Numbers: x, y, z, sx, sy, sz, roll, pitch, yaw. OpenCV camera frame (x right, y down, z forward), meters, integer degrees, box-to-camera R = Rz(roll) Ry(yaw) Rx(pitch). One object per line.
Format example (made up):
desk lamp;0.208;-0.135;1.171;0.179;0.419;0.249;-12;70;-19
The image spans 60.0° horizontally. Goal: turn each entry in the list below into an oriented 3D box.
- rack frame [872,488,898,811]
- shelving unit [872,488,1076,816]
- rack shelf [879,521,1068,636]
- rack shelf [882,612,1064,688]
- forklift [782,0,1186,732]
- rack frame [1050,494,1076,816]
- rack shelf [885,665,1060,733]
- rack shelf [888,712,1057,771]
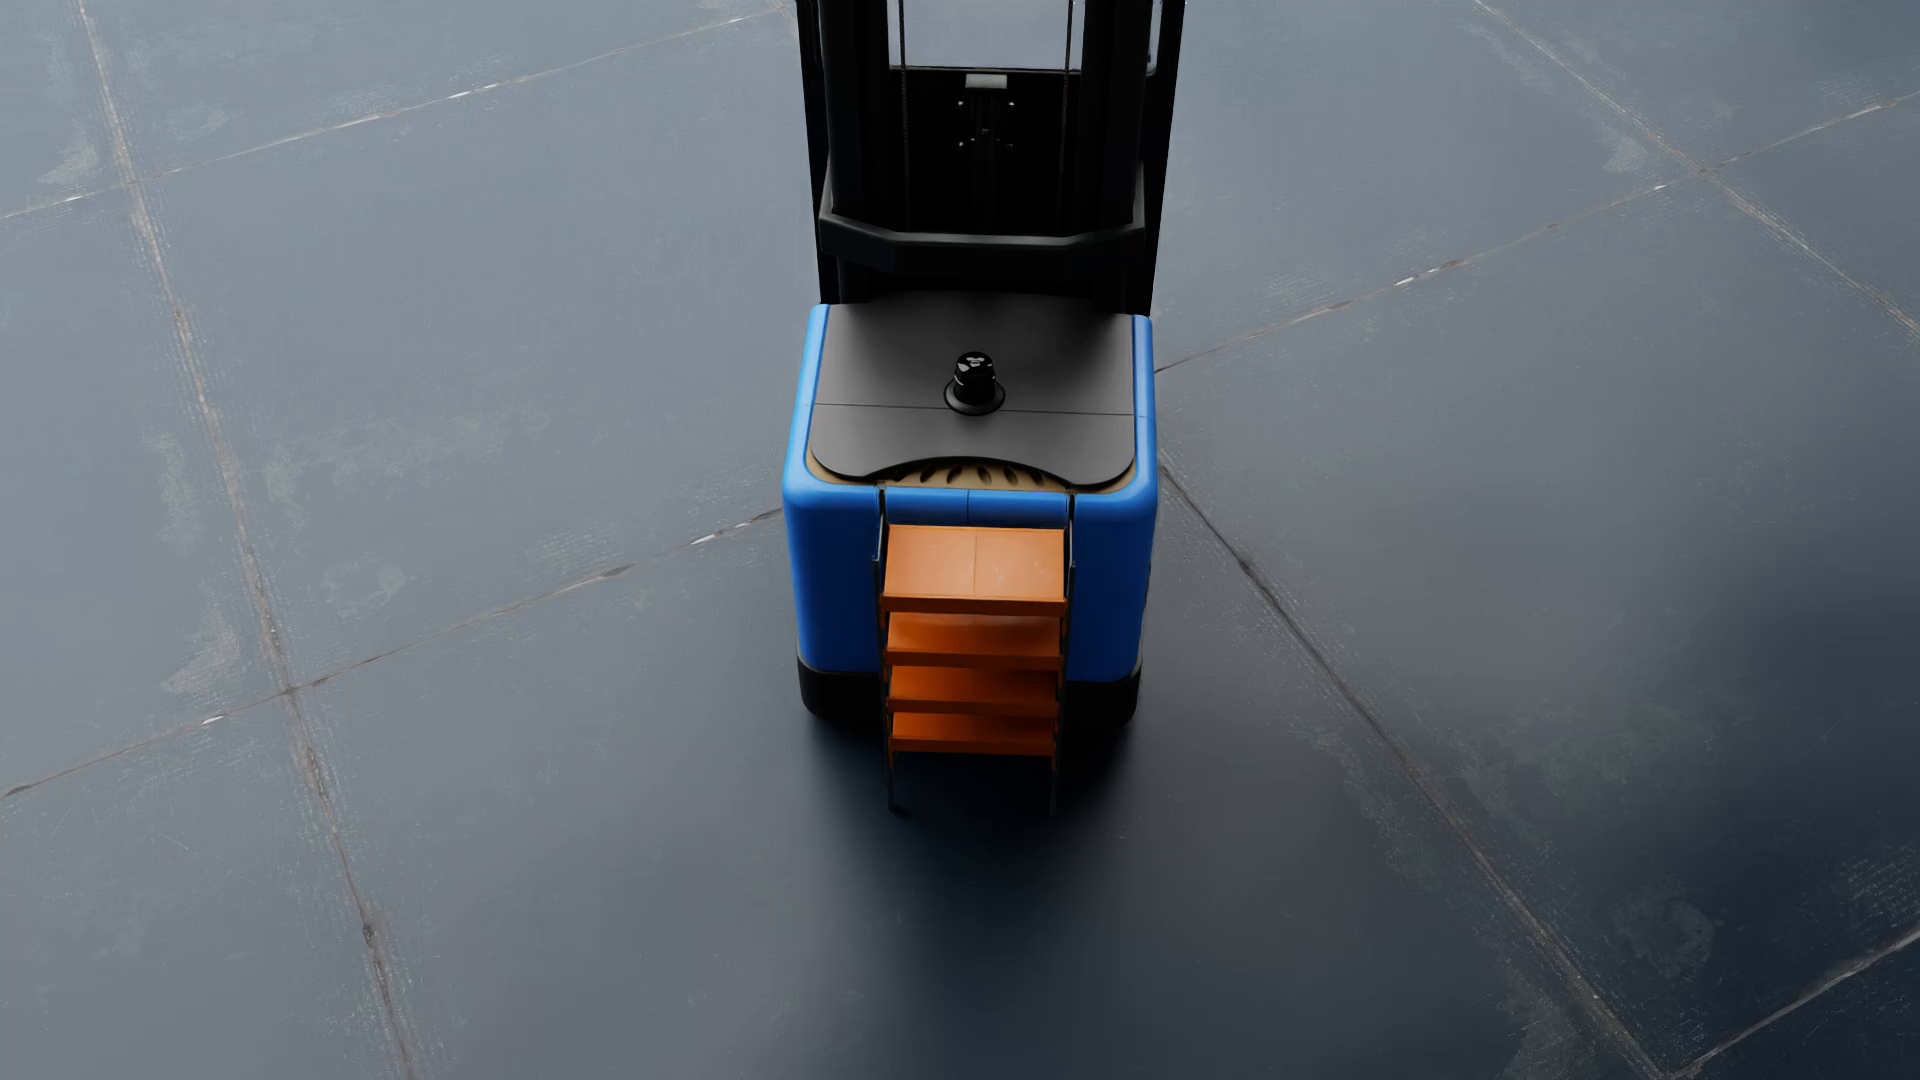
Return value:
rack frame;-0.204;0.343;4.648;0.015;1.200;0.240;2;50;2
shelving unit;0.040;0.350;4.642;0.503;1.200;0.258;2;50;2
rack shelf;0.039;0.099;4.340;0.480;0.148;0.258;2;50;2
rack shelf;0.039;0.250;4.522;0.480;0.148;0.258;2;50;2
forklift;0.097;-1.480;5.097;1.130;2.935;3.031;2;49;2
rack frame;0.283;0.358;4.636;0.015;1.200;0.240;2;50;2
rack shelf;0.040;0.393;4.694;0.480;0.148;0.258;2;50;2
rack shelf;0.040;0.520;4.846;0.480;0.148;0.258;2;50;2
